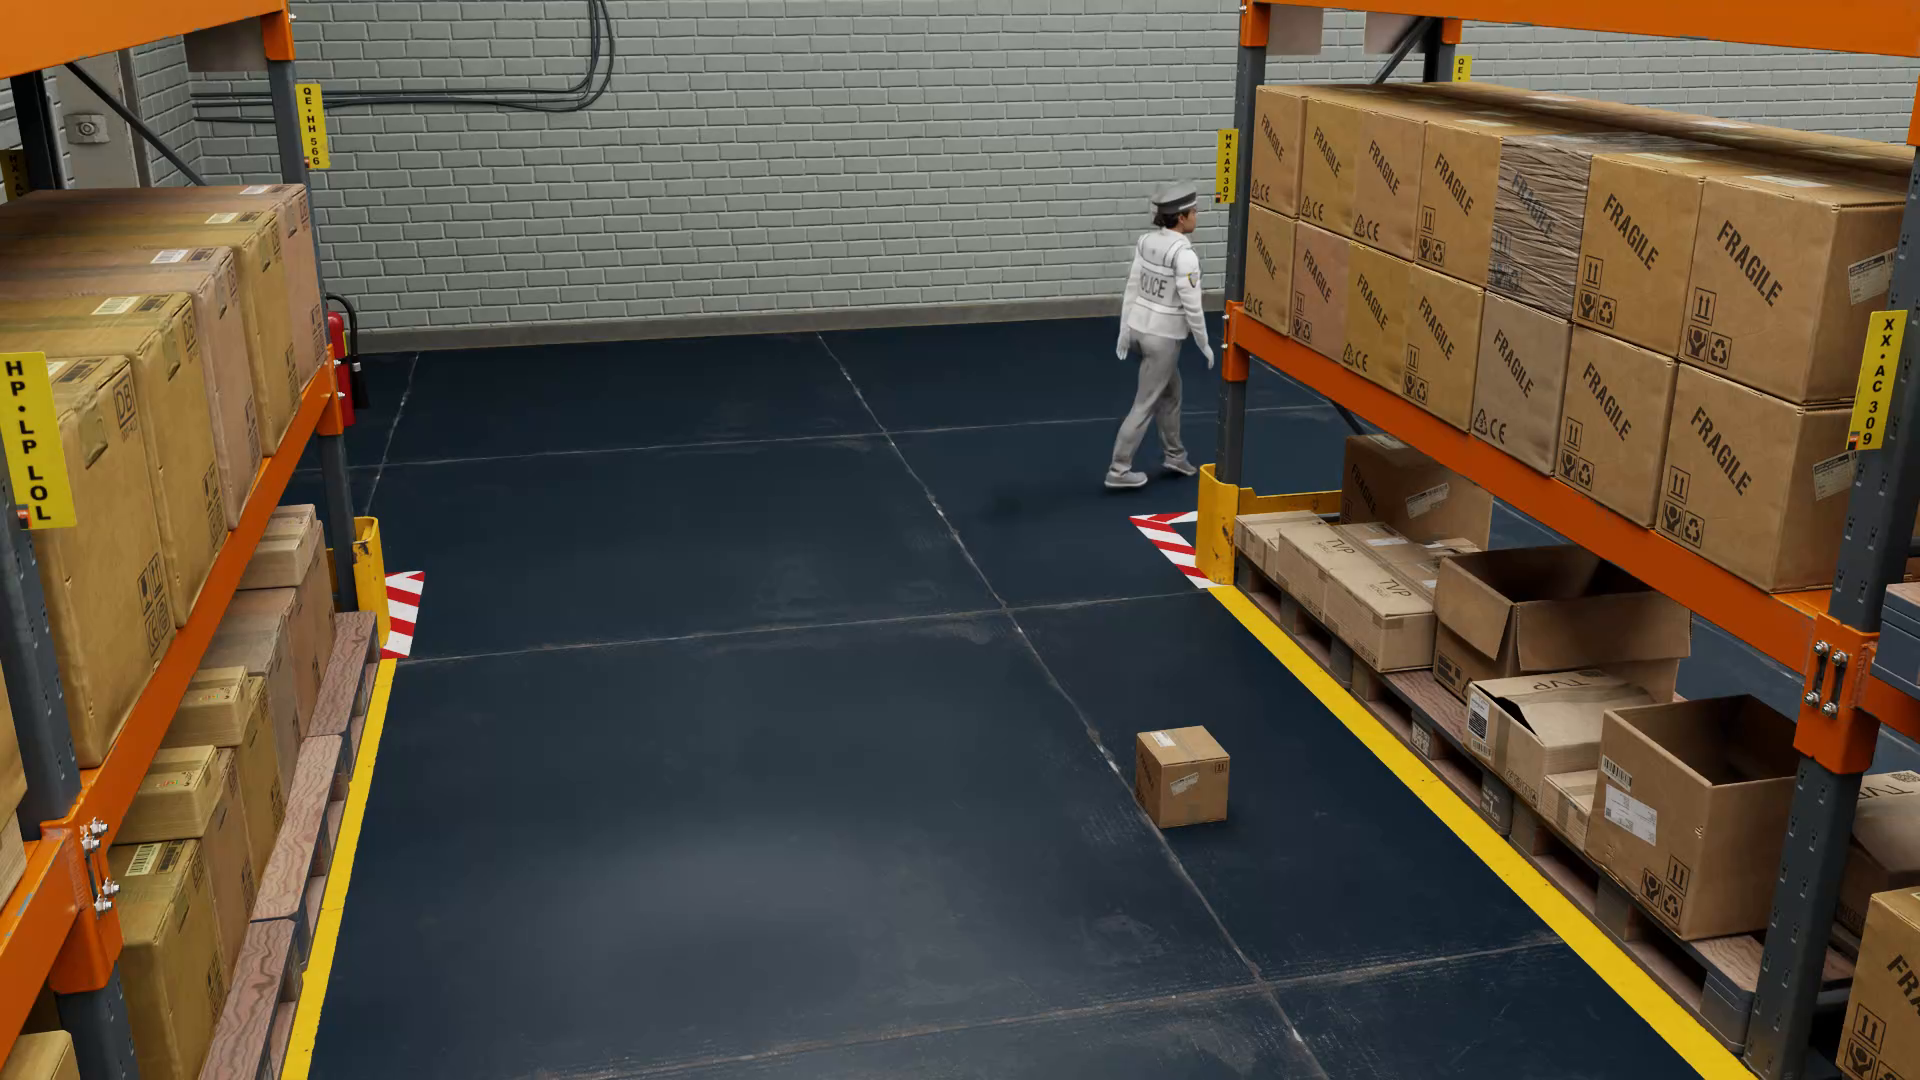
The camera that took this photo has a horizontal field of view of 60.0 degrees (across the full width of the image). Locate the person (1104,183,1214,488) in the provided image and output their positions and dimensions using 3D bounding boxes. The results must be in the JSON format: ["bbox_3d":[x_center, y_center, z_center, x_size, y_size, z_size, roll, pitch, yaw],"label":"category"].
[{"bbox_3d":[1.131,-1.075,9.055,0.709,1.707,0.509,-9,22,-23],"label":"person"}]
